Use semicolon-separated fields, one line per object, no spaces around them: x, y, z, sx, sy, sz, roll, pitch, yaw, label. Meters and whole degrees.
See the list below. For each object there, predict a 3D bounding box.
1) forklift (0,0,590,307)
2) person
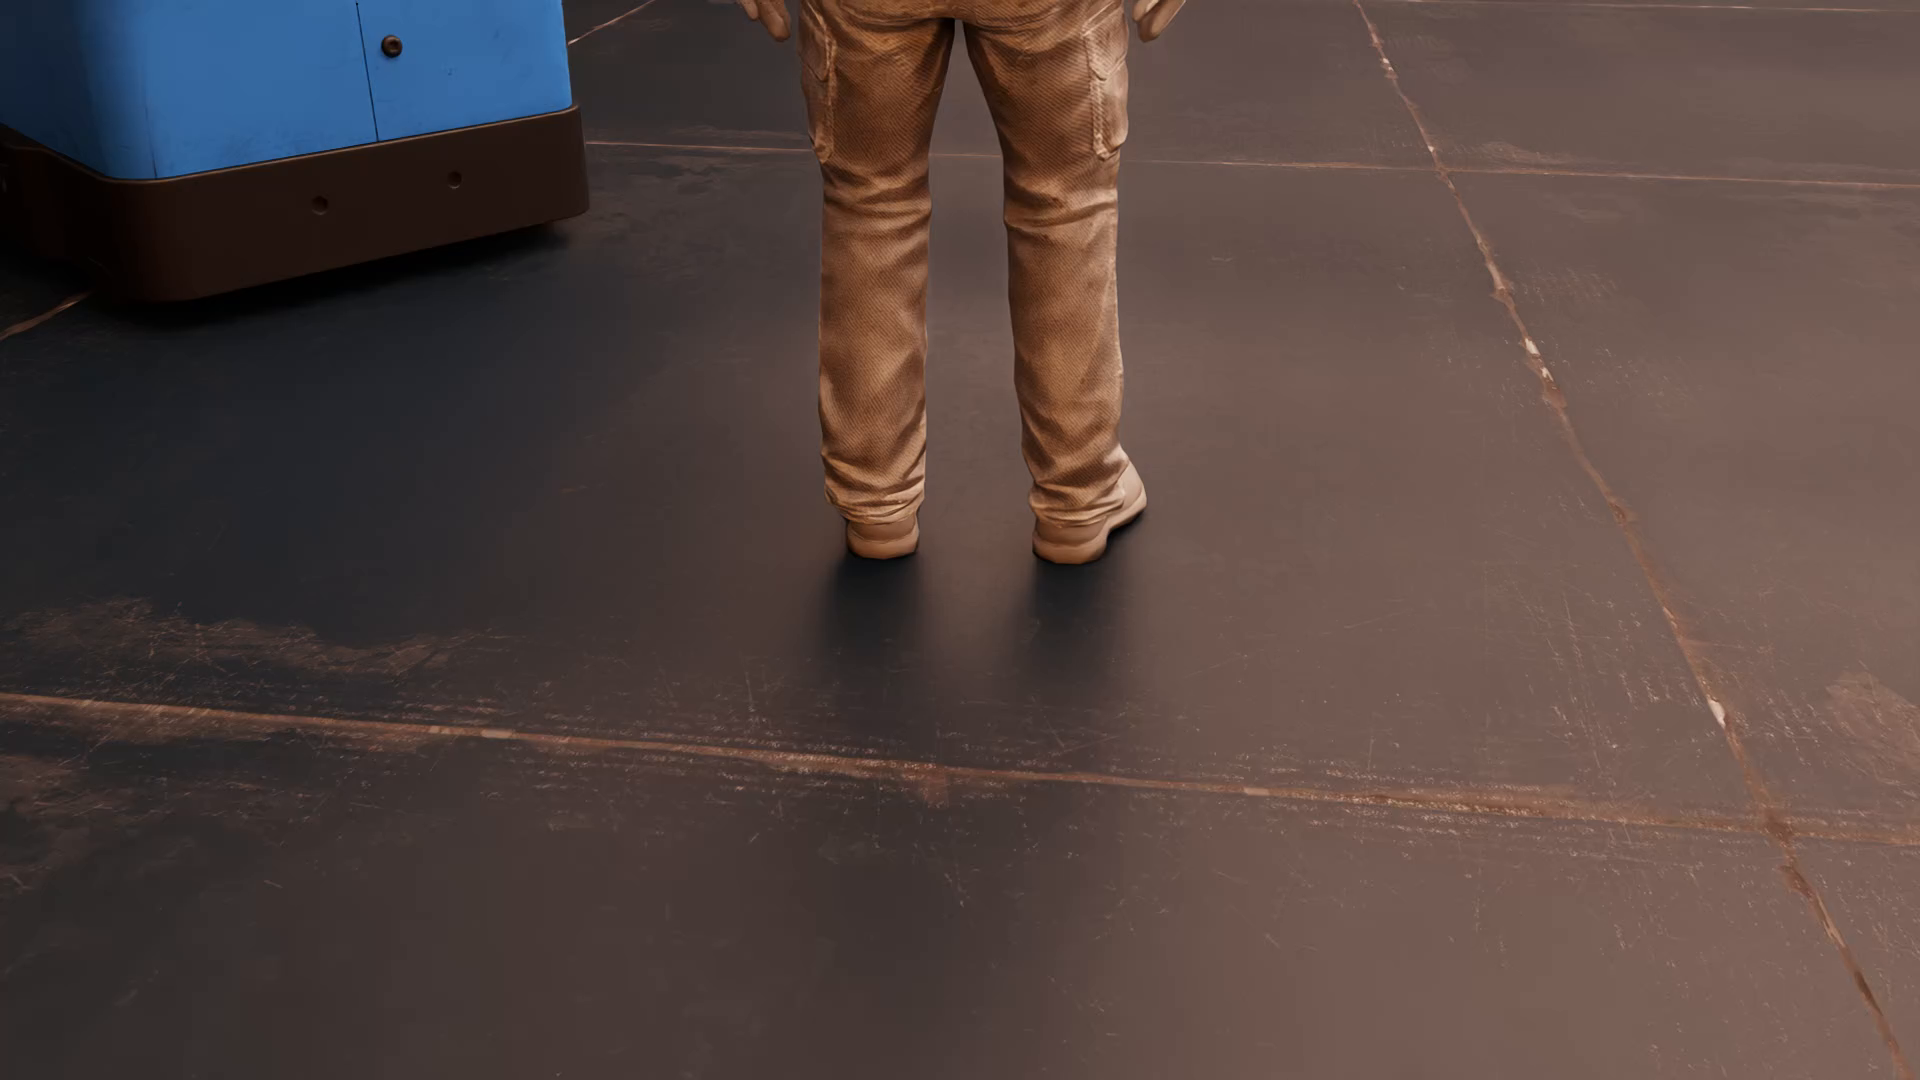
-2.248;-2.345;3.917;1.130;2.935;3.031;-23;35;-38;forklift
-0.002;-0.809;2.140;0.617;1.772;0.449;3;27;5;person
